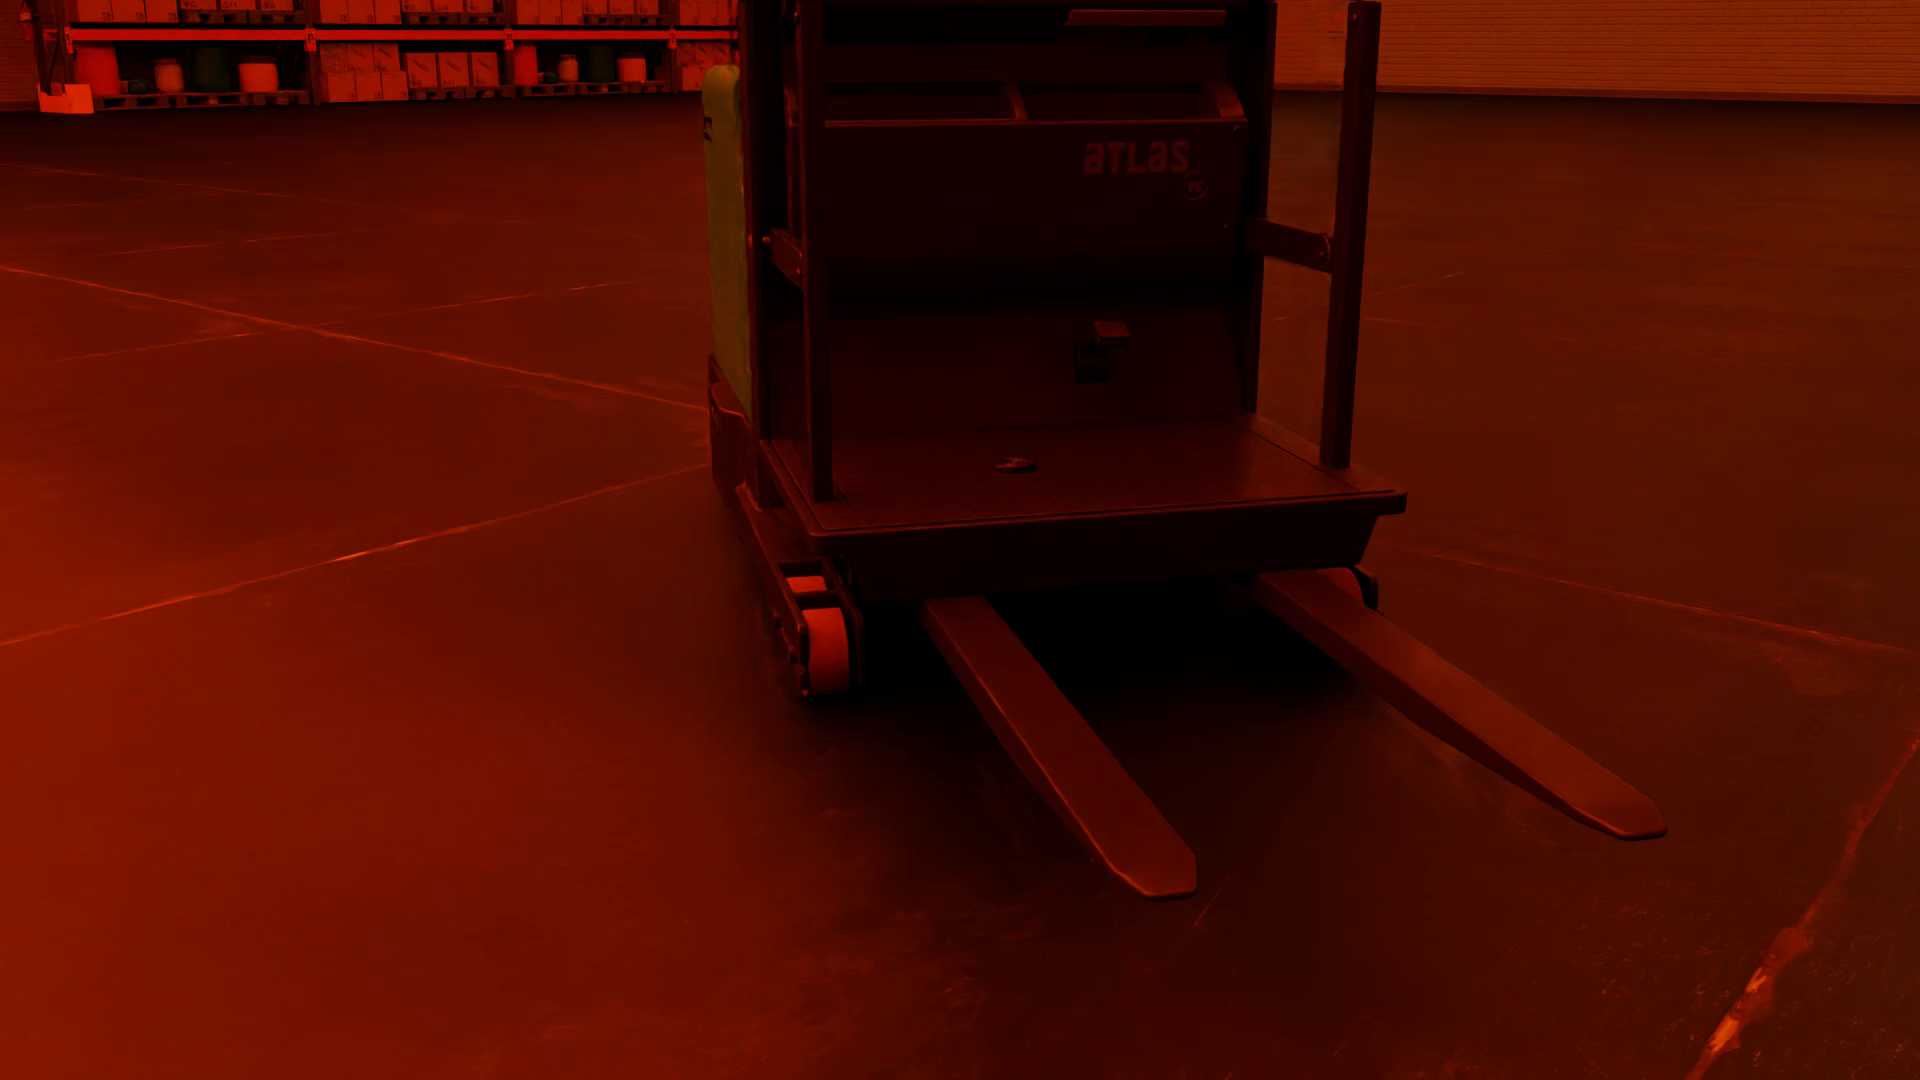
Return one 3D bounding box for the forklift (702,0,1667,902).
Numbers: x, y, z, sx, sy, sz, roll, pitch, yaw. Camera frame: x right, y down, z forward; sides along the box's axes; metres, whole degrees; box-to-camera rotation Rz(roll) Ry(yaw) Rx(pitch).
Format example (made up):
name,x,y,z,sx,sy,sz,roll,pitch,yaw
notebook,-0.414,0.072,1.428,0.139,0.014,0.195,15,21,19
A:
name,x,y,z,sx,sy,sz,roll,pitch,yaw
forklift,0.168,-1.239,2.979,1.130,2.935,3.031,-4,17,-13
